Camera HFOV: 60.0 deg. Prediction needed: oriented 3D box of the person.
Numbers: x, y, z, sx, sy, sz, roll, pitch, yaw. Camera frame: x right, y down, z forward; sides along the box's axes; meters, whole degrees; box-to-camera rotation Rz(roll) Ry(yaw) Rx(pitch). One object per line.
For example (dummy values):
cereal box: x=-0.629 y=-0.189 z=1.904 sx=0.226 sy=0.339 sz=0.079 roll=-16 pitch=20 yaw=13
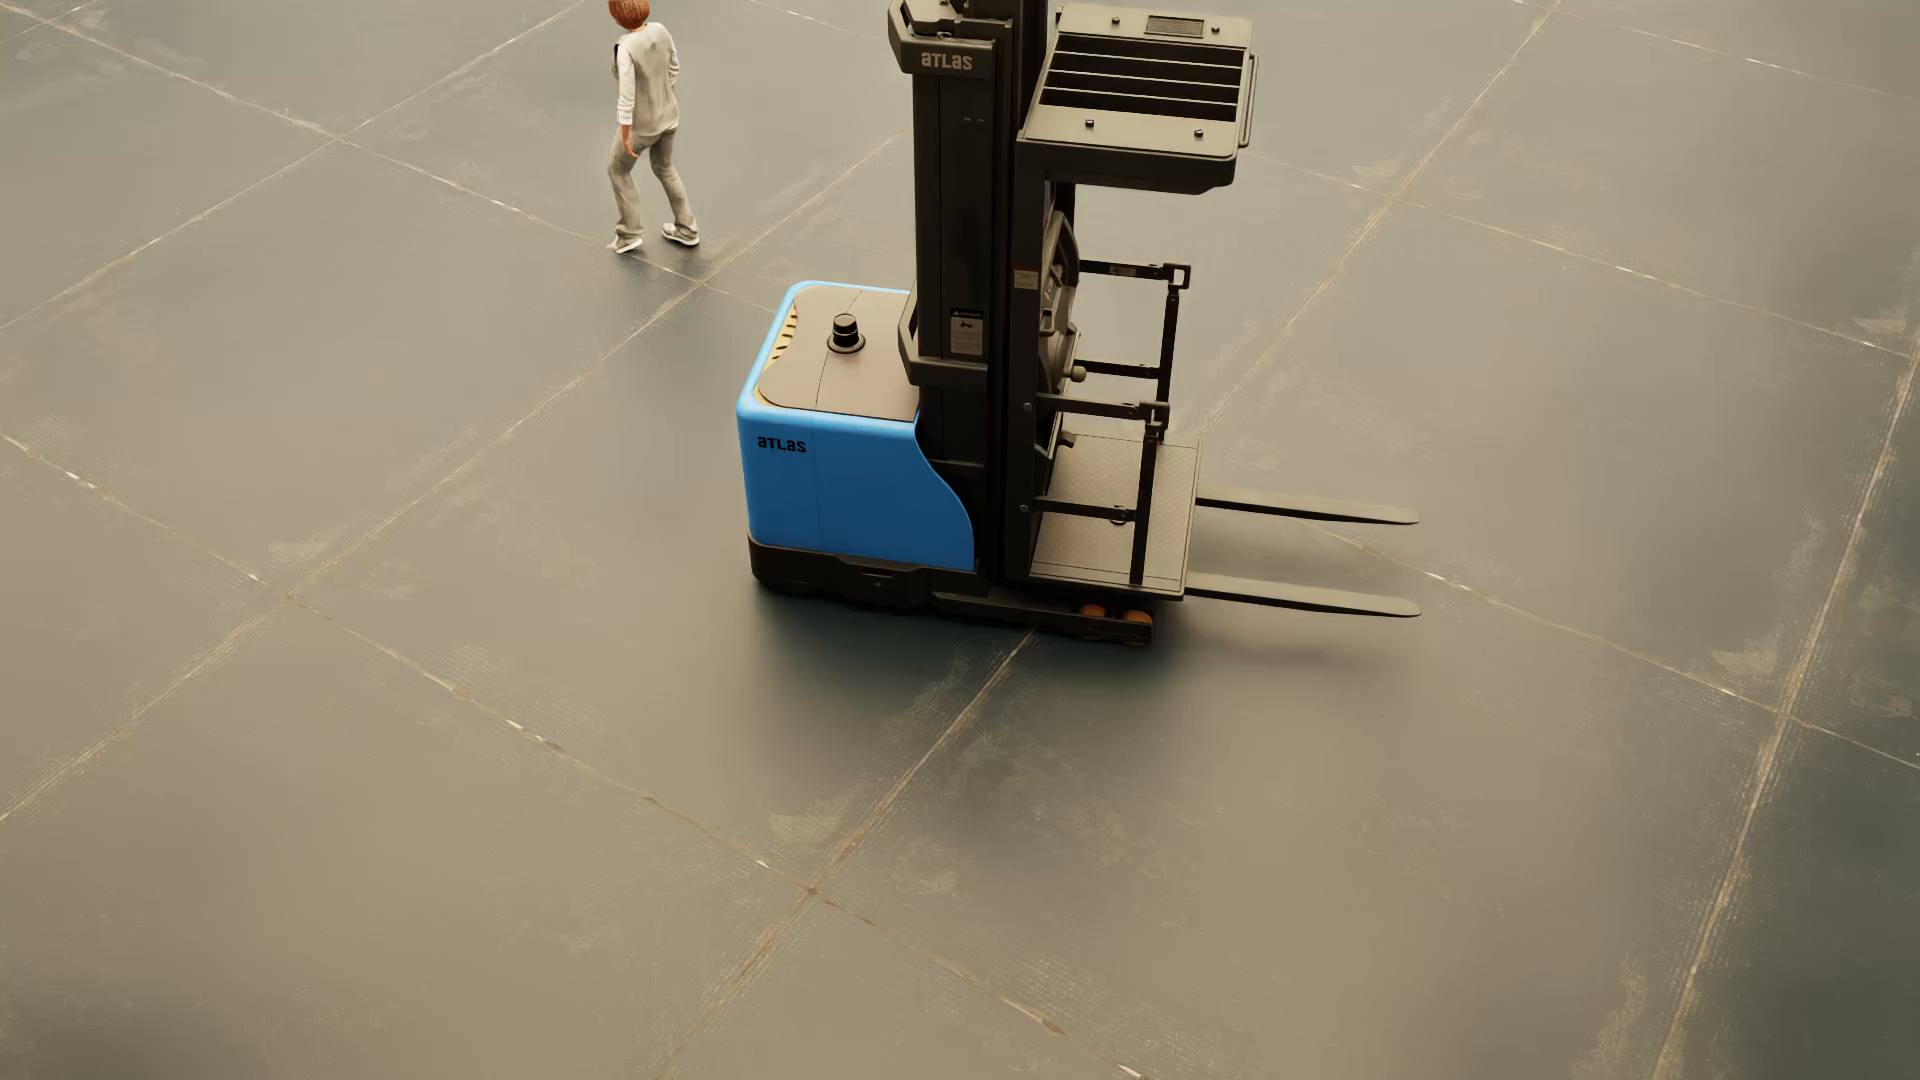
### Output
person: x=-1.774 y=-2.334 z=9.330 sx=0.488 sy=1.628 sz=0.510 roll=24 pitch=49 yaw=23

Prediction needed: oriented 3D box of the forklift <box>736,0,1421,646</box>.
forklift: x=0.598 y=-0.987 z=6.890 sx=3.031 sy=2.935 sz=1.130 roll=7 pitch=44 yaw=8
